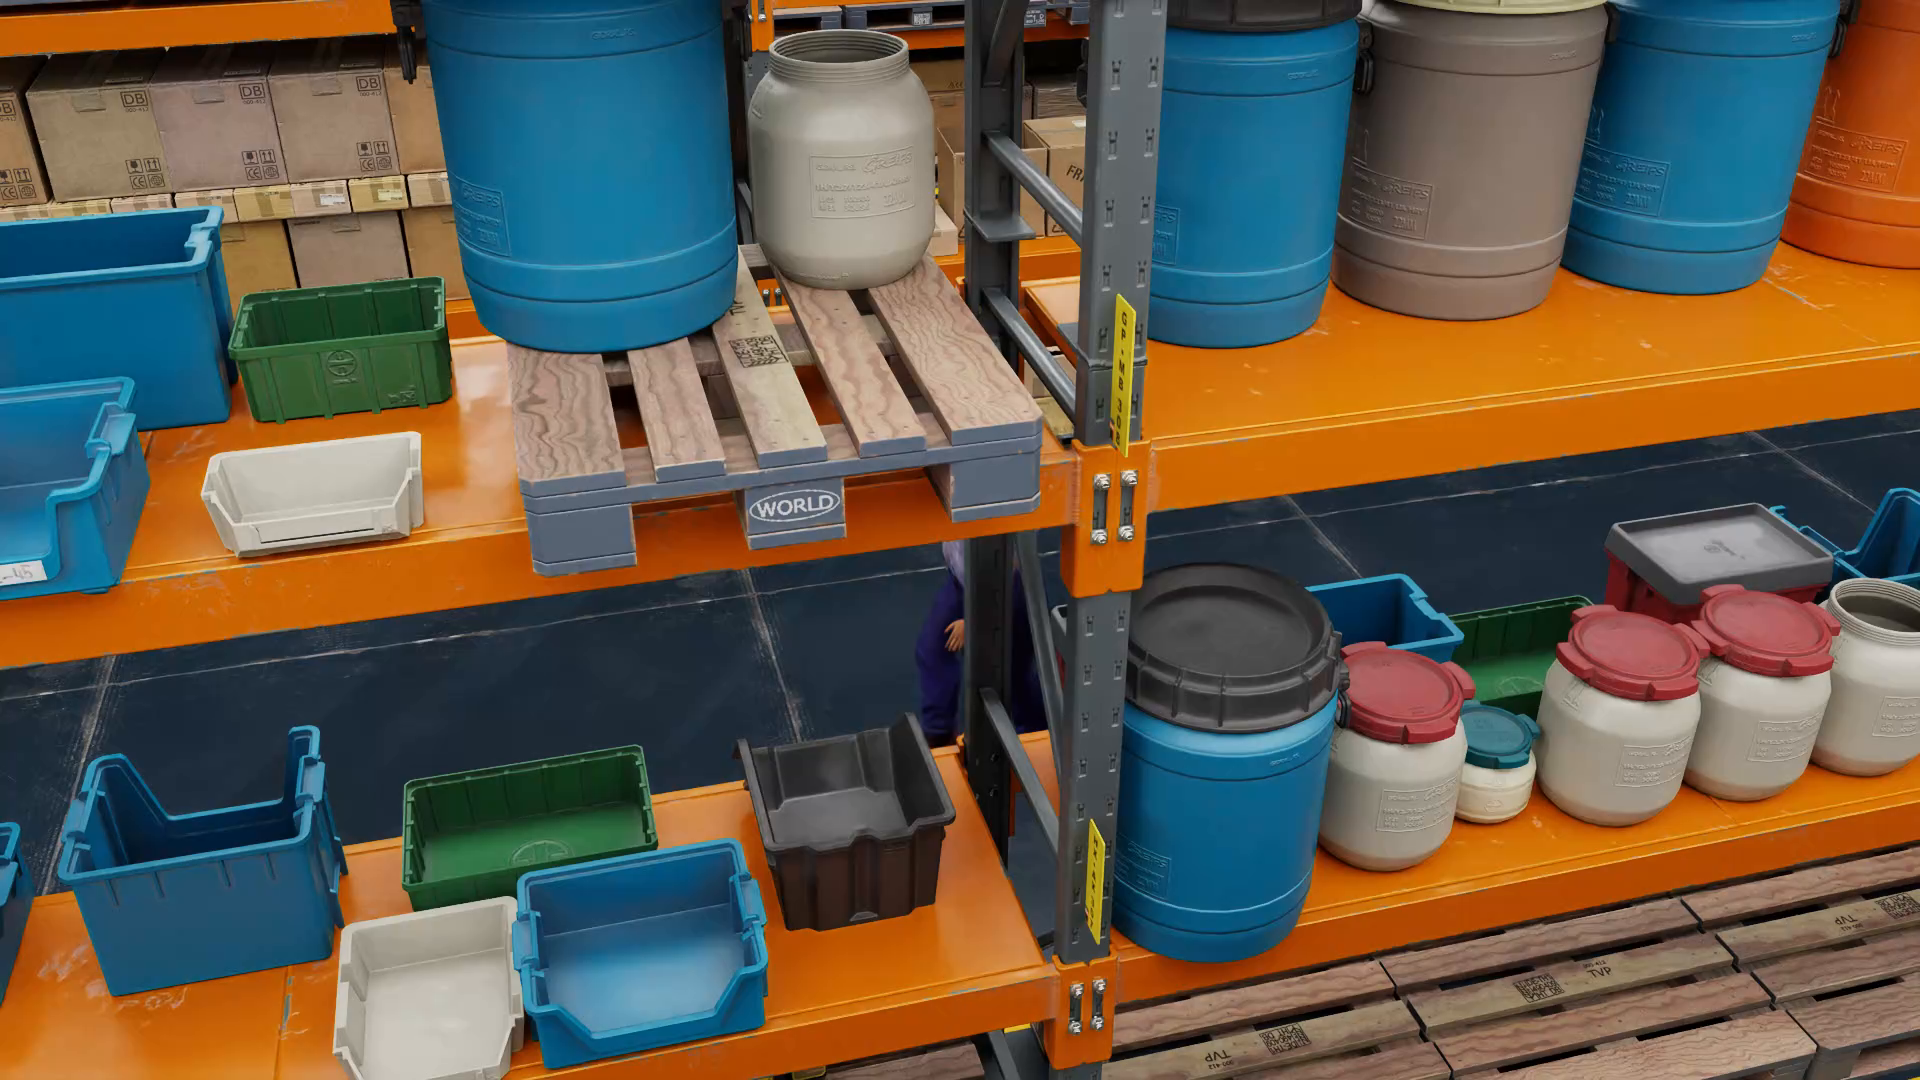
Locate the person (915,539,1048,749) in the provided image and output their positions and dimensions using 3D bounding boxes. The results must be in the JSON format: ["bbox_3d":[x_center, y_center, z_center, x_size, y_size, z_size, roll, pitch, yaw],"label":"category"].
[{"bbox_3d":[0.089,0.272,6.716,0.625,1.708,0.491,-11,32,-18],"label":"person"}]
